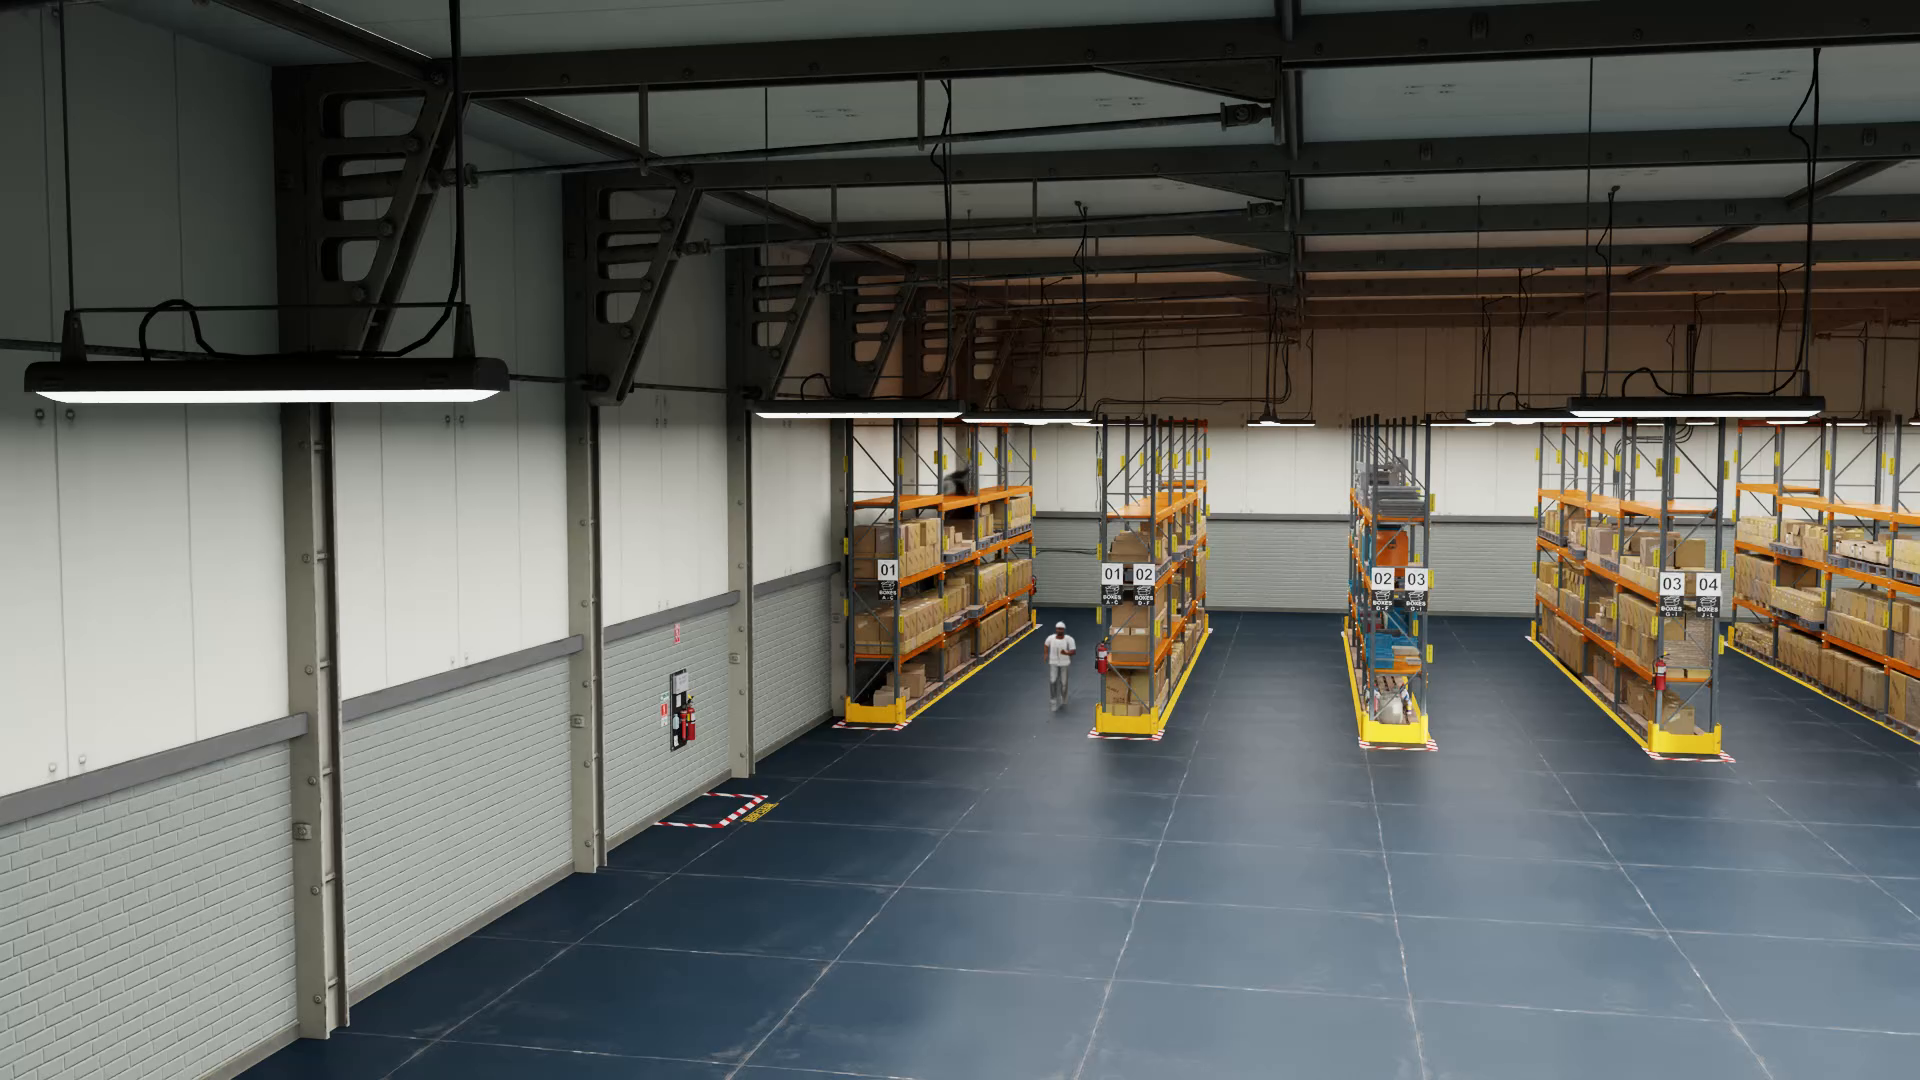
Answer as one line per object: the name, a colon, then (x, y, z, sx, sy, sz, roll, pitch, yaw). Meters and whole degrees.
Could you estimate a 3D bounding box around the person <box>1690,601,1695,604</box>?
person: (19.371, 1.911, 44.709, 0.830, 1.689, 0.625, -2, 4, -25)

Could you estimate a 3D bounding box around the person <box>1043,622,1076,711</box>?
person: (2.032, 2.581, 33.987, 0.671, 1.829, 0.759, 1, 4, 8)
